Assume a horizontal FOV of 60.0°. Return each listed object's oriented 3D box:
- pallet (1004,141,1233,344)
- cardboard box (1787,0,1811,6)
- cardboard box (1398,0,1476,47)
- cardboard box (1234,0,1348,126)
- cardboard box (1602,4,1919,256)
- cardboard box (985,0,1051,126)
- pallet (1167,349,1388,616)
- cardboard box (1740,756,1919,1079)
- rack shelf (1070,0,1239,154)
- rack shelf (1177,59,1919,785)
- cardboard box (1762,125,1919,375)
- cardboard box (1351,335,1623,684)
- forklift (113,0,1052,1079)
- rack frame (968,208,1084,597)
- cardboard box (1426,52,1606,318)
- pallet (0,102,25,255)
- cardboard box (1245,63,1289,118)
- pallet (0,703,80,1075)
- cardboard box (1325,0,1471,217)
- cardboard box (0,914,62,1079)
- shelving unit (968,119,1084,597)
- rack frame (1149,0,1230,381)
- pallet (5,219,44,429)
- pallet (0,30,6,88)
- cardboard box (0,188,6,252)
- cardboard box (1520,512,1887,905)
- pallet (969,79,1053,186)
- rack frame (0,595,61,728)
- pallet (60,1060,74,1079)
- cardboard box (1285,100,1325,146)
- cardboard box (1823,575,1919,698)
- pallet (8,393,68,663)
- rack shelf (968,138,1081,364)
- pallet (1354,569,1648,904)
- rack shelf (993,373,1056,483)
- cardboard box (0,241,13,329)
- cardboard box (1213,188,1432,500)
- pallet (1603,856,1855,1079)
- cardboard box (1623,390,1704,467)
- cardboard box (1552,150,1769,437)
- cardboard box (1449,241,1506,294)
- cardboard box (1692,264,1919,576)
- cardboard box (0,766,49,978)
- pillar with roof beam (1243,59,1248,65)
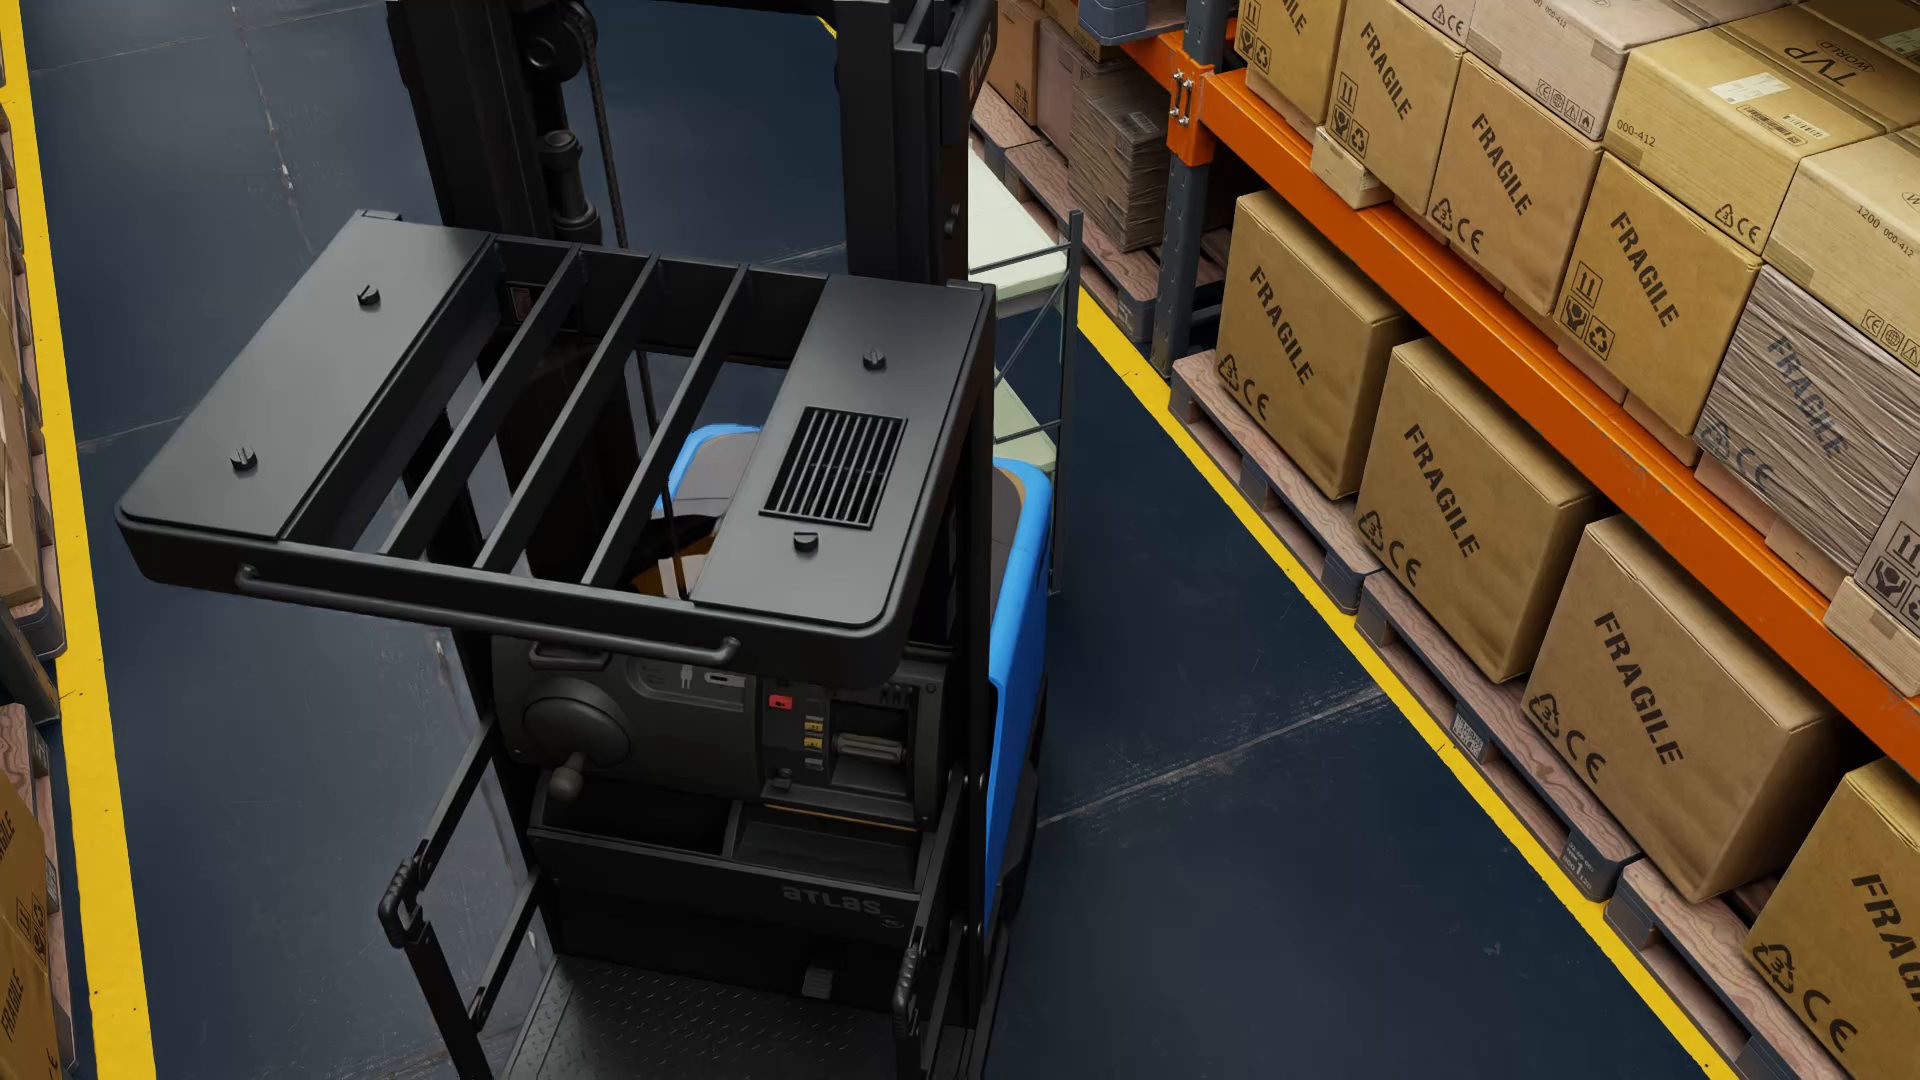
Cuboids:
[{"bbox_3d":[0.886,-1.368,6.987,1.003,0.211,1.213,-18,47,-17],"label":"pallet"},{"bbox_3d":[2.067,-1.407,4.209,0.500,0.250,0.500,-19,48,-18],"label":"cardboard box"},{"bbox_3d":[1.397,-1.570,4.375,0.500,0.250,0.500,-19,48,-18],"label":"cardboard box"},{"bbox_3d":[1.185,-1.626,4.965,0.500,0.500,0.500,-17,47,-16],"label":"cardboard box"},{"bbox_3d":[1.831,-0.929,3.725,0.500,0.250,0.500,-19,48,-18],"label":"cardboard box"},{"bbox_3d":[0.518,-2.244,7.355,0.700,0.500,0.500,-18,47,-18],"label":"cardboard box"},{"bbox_3d":[1.477,-0.345,5.950,1.003,0.211,1.213,-18,47,-17],"label":"pallet"},{"bbox_3d":[2.504,0.926,3.907,0.750,0.750,0.750,-18,47,-17],"label":"cardboard box"},{"bbox_3d":[0.372,-2.881,7.046,1.077,0.370,4.000,-18,47,-17],"label":"rack shelf"},{"bbox_3d":[2.054,-0.332,4.463,1.077,0.370,4.000,-18,47,-17],"label":"rack shelf"},{"bbox_3d":[2.046,-0.605,3.396,0.500,0.250,0.500,-17,47,-17],"label":"cardboard box"},{"bbox_3d":[1.766,-0.179,5.028,0.750,0.750,0.750,-18,47,-18],"label":"cardboard box"},{"bbox_3d":[-0.533,0.487,3.215,1.129,2.867,3.031,8,45,8],"label":"forklift"},{"bbox_3d":[0.151,-0.305,4.991,0.400,1.500,0.023,-18,47,-17],"label":"rack frame"},{"bbox_3d":[1.605,-0.973,4.303,0.500,0.500,0.500,-18,47,-18],"label":"cardboard box"},{"bbox_3d":[-4.616,-1.496,7.116,1.003,0.211,1.213,-18,47,-17],"label":"pallet"},{"bbox_3d":[1.142,-1.502,5.301,0.380,0.149,0.250,-19,48,-18],"label":"cardboard box"},{"bbox_3d":[-3.000,1.082,4.503,1.003,0.211,1.213,-18,47,-17],"label":"pallet"},{"bbox_3d":[1.397,-1.290,4.624,0.500,0.500,0.500,-17,47,-16],"label":"cardboard box"},{"bbox_3d":[-2.456,1.192,3.872,0.500,0.500,0.500,-20,48,-19],"label":"cardboard box"},{"bbox_3d":[-0.003,-0.538,5.228,0.431,1.500,0.755,-18,47,-17],"label":"shelving unit"},{"bbox_3d":[1.213,-1.863,5.502,1.000,3.000,0.127,-18,47,-17],"label":"rack frame"},{"bbox_3d":[-4.099,-0.717,6.327,1.003,0.211,1.213,-18,47,-17],"label":"pallet"},{"bbox_3d":[-5.258,-2.473,8.106,1.003,0.211,1.213,-18,47,-17],"label":"pallet"},{"bbox_3d":[-4.097,-1.290,6.580,0.500,0.250,0.500,-17,47,-17],"label":"cardboard box"},{"bbox_3d":[2.128,0.361,4.480,0.750,0.750,0.750,-17,47,-16],"label":"cardboard box"},{"bbox_3d":[0.377,-2.145,7.773,1.003,0.211,1.213,-18,47,-17],"label":"pallet"},{"bbox_3d":[-3.280,-0.397,4.017,1.000,3.000,0.127,-18,47,-17],"label":"rack frame"},{"bbox_3d":[-2.491,1.859,3.716,1.003,0.211,1.213,-18,47,-17],"label":"pallet"},{"bbox_3d":[1.240,-1.339,5.136,0.380,0.149,0.250,-17,47,-17],"label":"cardboard box"},{"bbox_3d":[2.136,0.154,3.623,0.380,0.149,0.250,-18,47,-17],"label":"cardboard box"},{"bbox_3d":[-3.590,0.059,5.540,1.003,0.211,1.213,-18,47,-17],"label":"pallet"},{"bbox_3d":[-0.003,-0.816,4.953,0.431,0.370,0.720,-18,47,-17],"label":"rack shelf"},{"bbox_3d":[1.986,0.431,5.163,1.003,0.211,1.213,-18,47,-17],"label":"pallet"},{"bbox_3d":[-0.003,-0.376,5.388,0.368,0.124,0.686,-18,47,-17],"label":"rack shelf"},{"bbox_3d":[-3.885,-0.965,6.251,0.500,0.250,0.500,-17,47,-17],"label":"cardboard box"},{"bbox_3d":[1.404,-0.740,5.595,0.750,0.750,0.750,-19,48,-18],"label":"cardboard box"},{"bbox_3d":[2.502,1.210,4.374,1.003,0.211,1.213,-18,47,-17],"label":"pallet"},{"bbox_3d":[1.901,-0.358,4.142,0.380,0.149,0.250,-17,47,-16],"label":"cardboard box"},{"bbox_3d":[1.831,-0.644,3.969,0.500,0.500,0.500,-17,47,-16],"label":"cardboard box"},{"bbox_3d":[1.609,-0.858,4.648,0.380,0.149,0.250,-17,47,-17],"label":"cardboard box"},{"bbox_3d":[2.046,-0.327,3.648,0.500,0.500,0.500,-18,47,-17],"label":"cardboard box"},{"bbox_3d":[-2.673,0.863,4.207,0.500,0.500,0.500,-16,47,-16],"label":"cardboard box"},{"bbox_3d":[-2.454,-3.811,3.205,9.100,9.000,0.400,-18,47,-17],"label":"pillar with roof beam"}]
